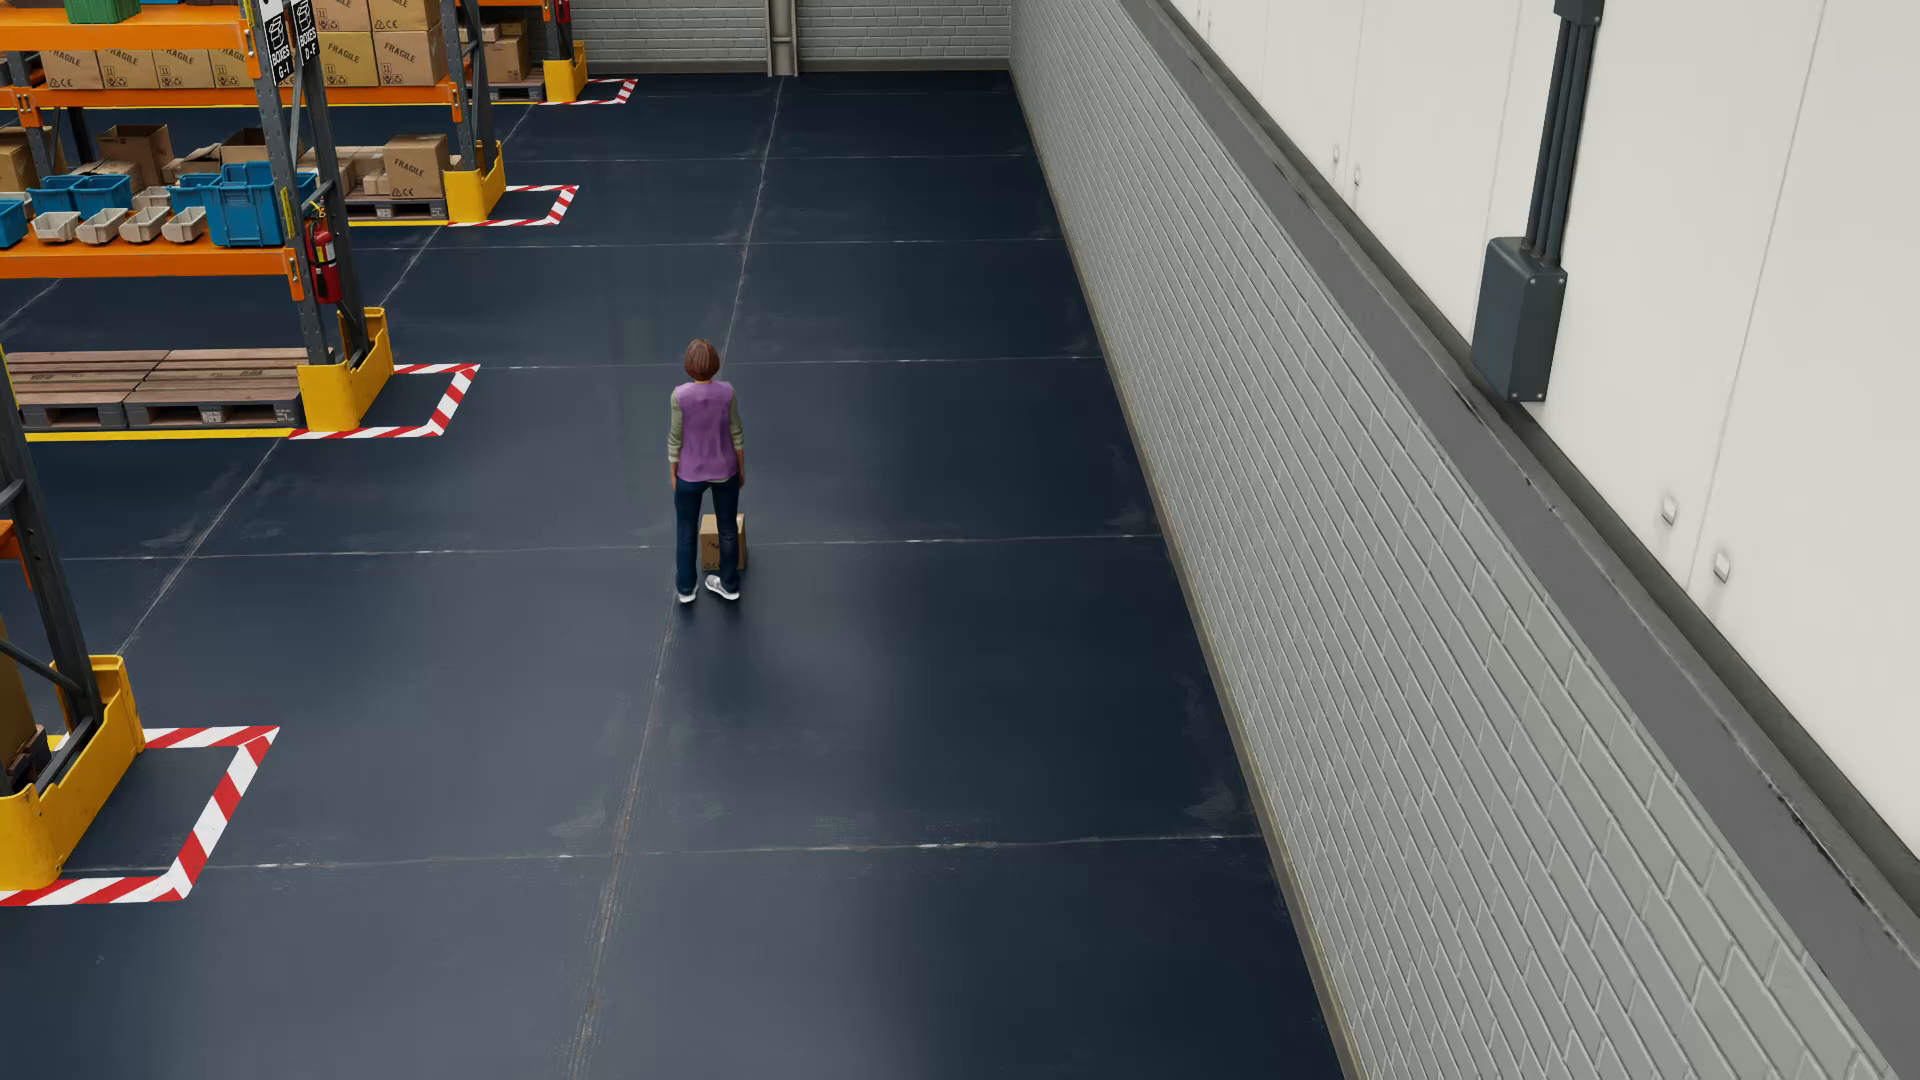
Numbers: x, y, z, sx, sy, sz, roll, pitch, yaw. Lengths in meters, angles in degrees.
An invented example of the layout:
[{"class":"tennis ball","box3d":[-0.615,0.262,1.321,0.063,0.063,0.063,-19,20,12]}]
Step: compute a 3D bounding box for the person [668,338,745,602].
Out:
[{"class":"person","box3d":[-1.426,-0.380,9.329,0.449,1.610,0.373,-7,29,-13]}]
